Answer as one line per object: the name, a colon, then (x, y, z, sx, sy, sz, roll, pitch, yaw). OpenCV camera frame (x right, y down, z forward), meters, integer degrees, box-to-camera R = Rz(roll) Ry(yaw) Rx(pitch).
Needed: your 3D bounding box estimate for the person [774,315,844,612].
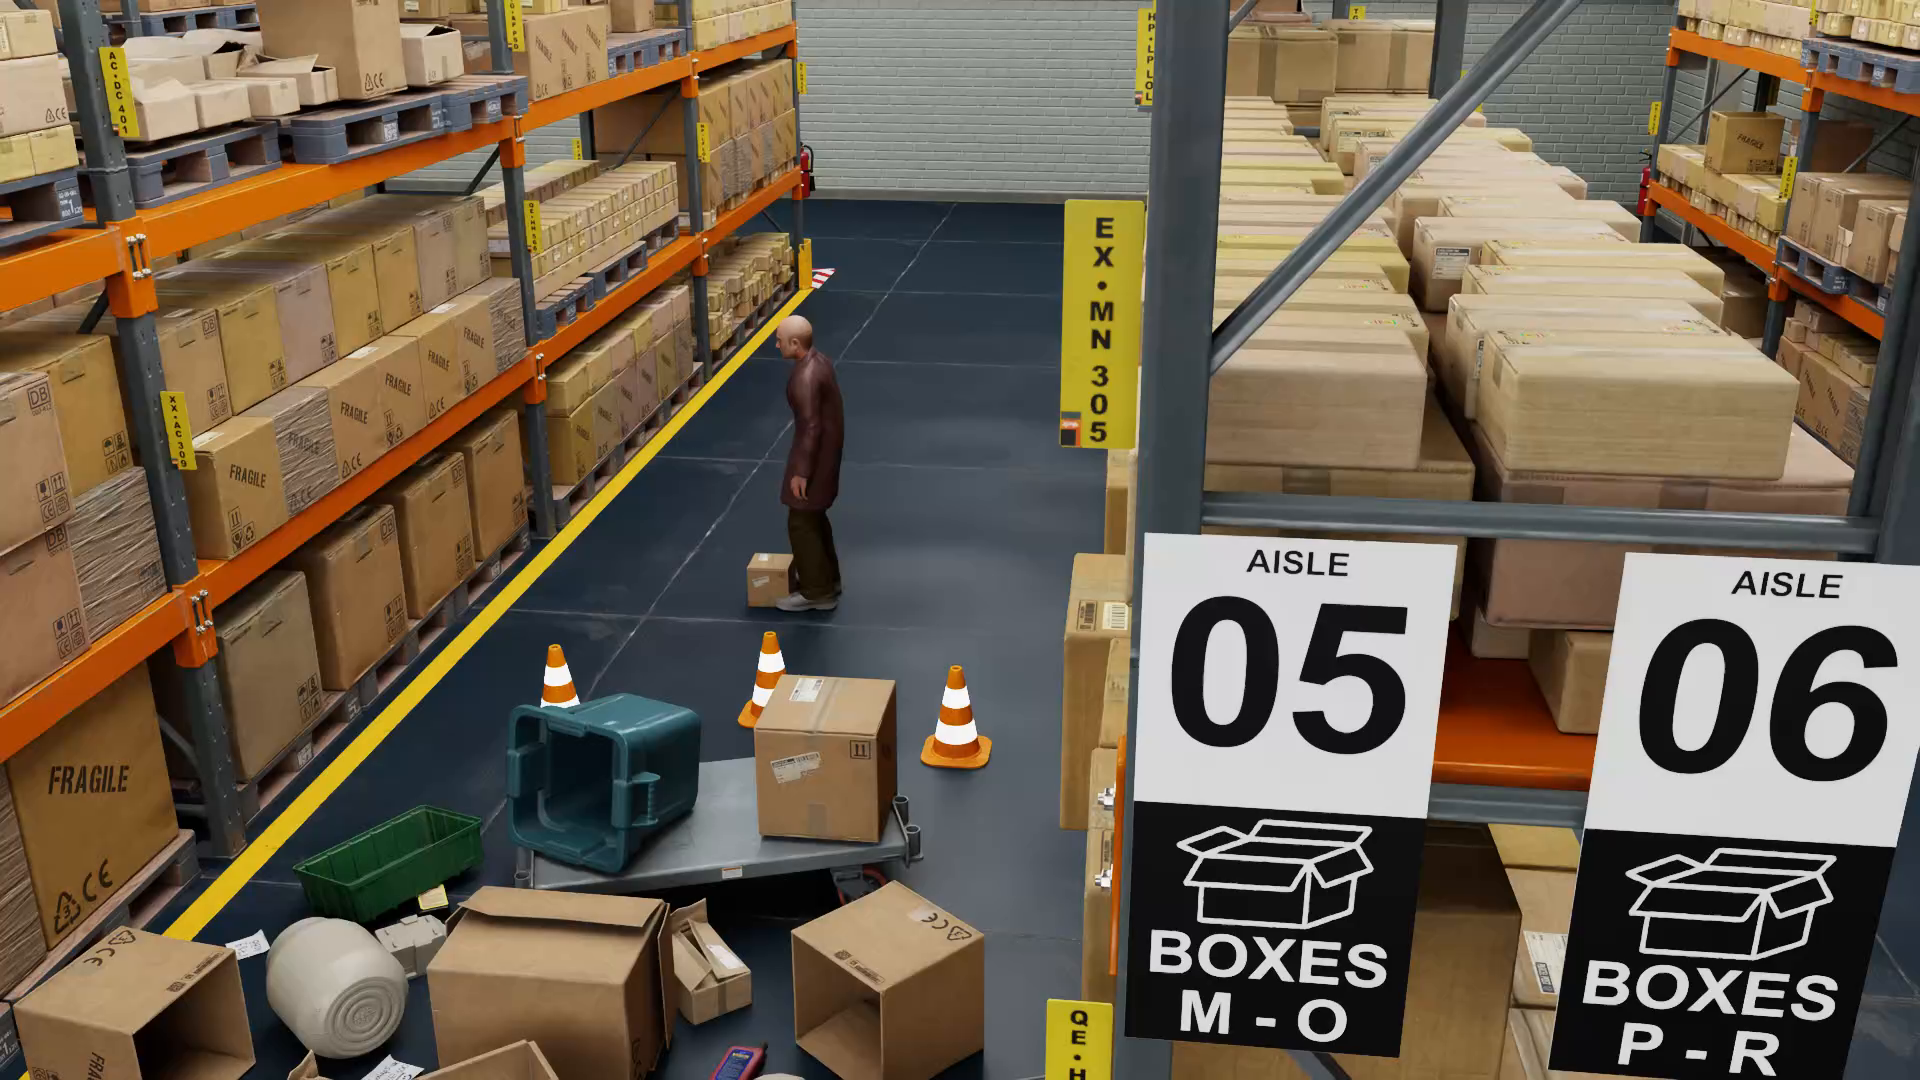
person: (-0.892, -0.457, 9.803, 0.429, 1.772, 0.643, 1, 21, 4)
